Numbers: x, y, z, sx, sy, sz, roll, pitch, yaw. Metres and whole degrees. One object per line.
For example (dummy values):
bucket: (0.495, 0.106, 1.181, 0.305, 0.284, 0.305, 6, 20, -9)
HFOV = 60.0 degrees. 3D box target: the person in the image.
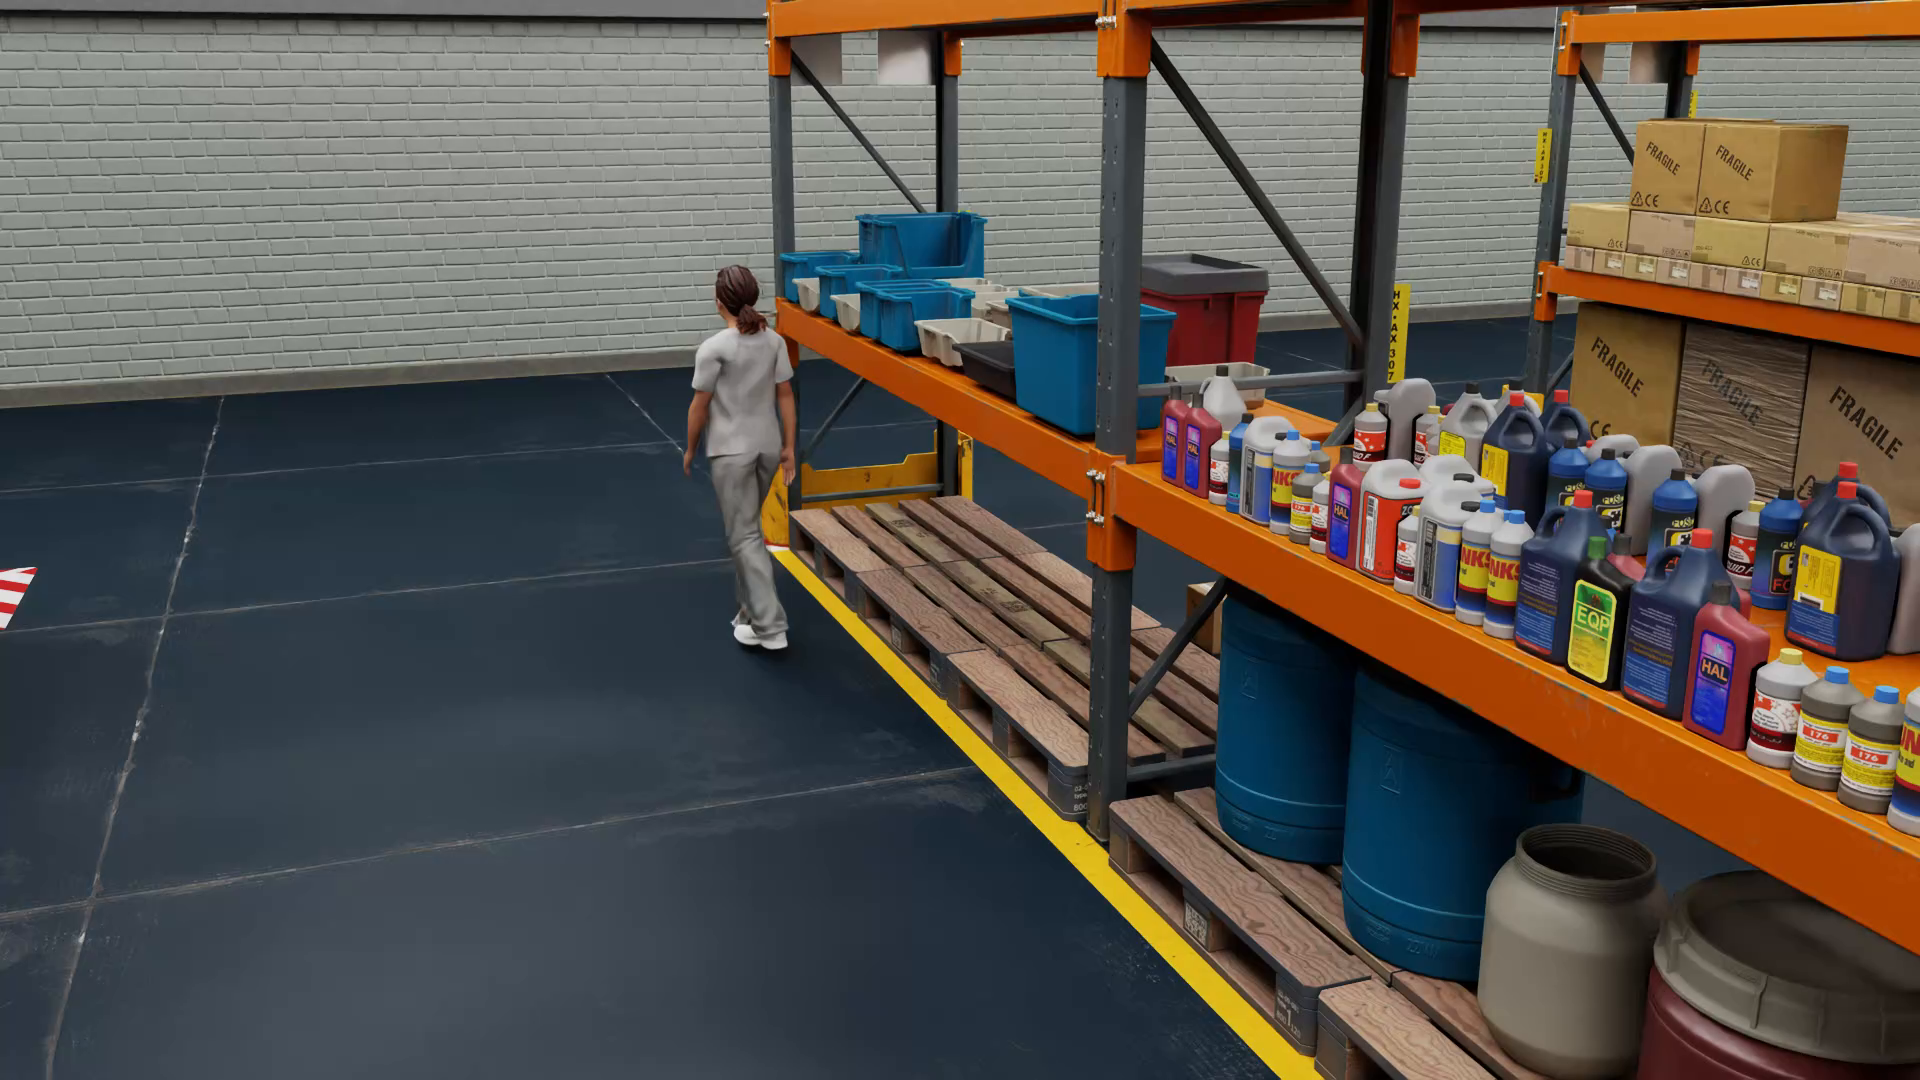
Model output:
person: (-0.957, -0.333, 7.254, 0.455, 1.723, 0.587, -14, 21, -41)
